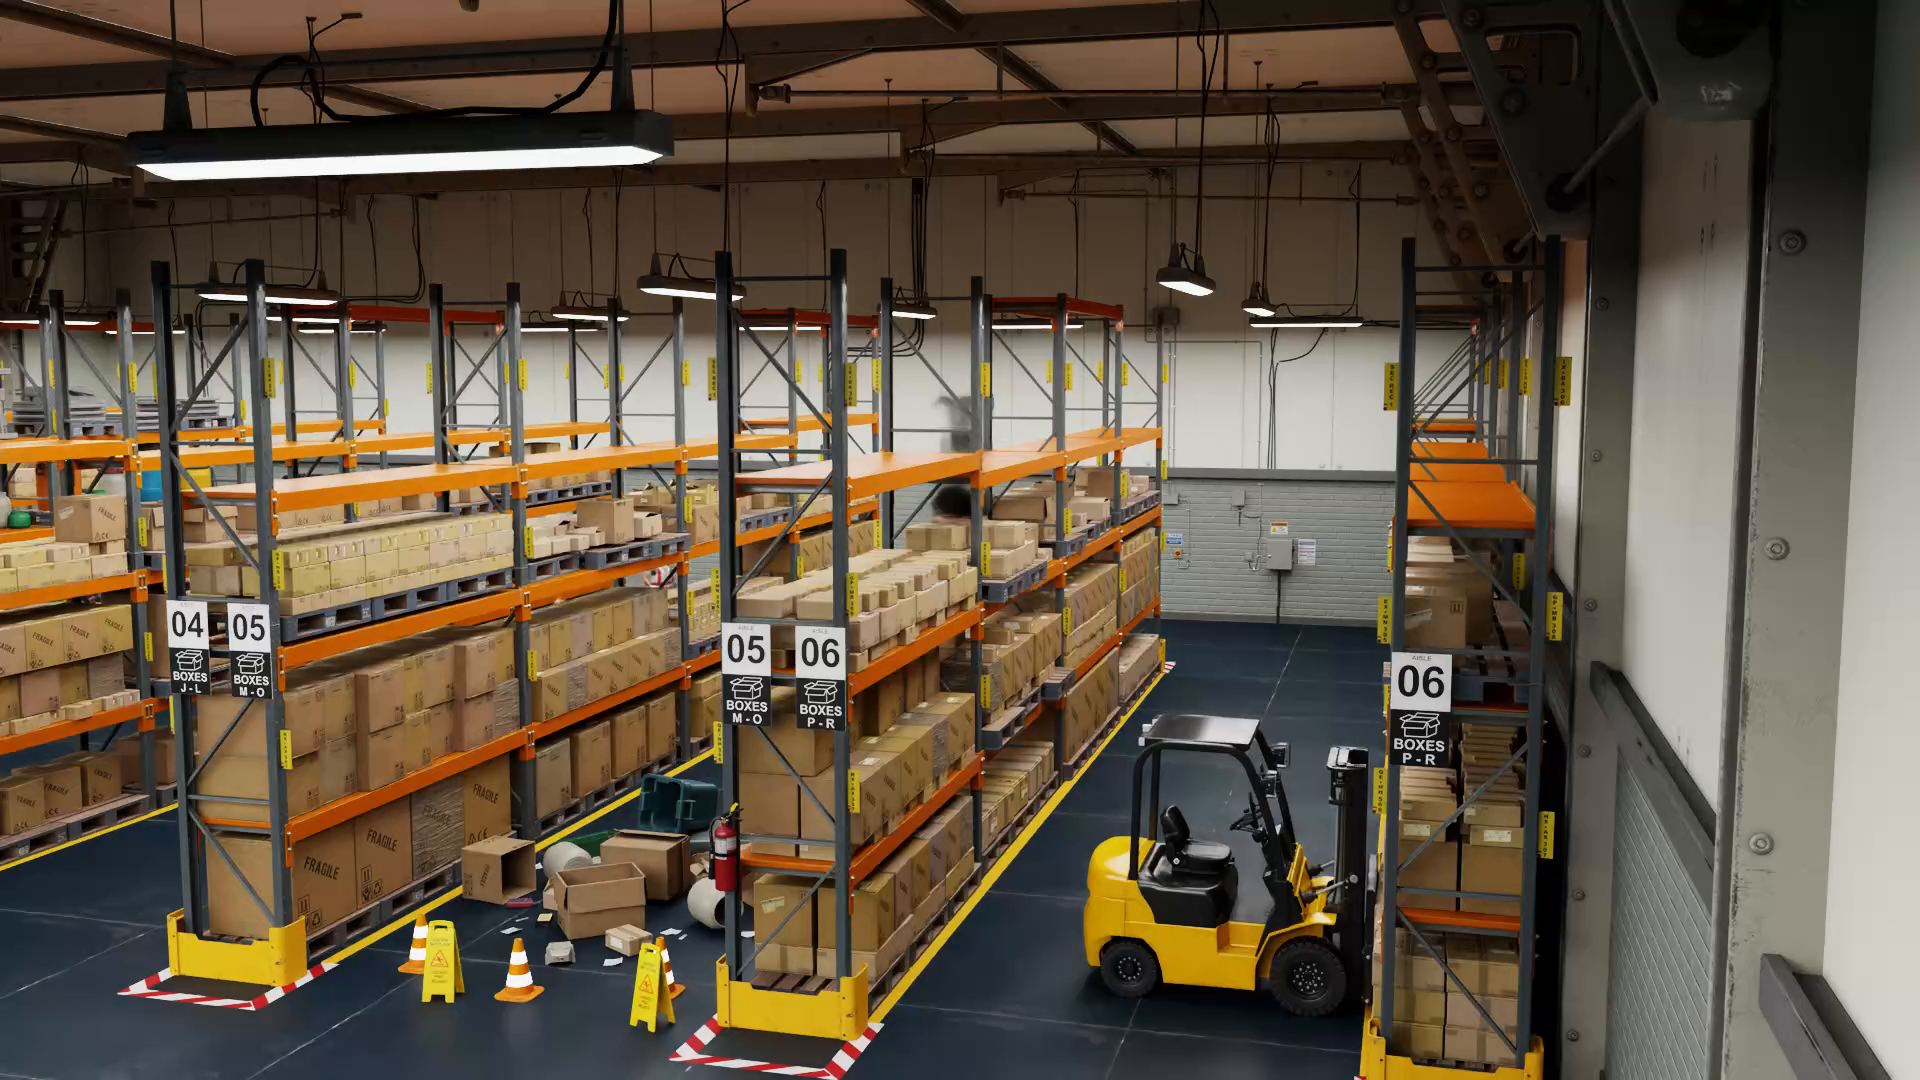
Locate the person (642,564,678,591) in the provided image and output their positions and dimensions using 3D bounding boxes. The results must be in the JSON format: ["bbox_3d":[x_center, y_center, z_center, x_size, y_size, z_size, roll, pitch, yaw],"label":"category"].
[{"bbox_3d":[-5.569,0.988,31.268,0.457,1.759,0.726,4,7,35],"label":"person"}]

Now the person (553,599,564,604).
[{"bbox_3d":[-5.830,1.735,24.264,0.712,1.764,0.918,0,6,2],"label":"person"}]
